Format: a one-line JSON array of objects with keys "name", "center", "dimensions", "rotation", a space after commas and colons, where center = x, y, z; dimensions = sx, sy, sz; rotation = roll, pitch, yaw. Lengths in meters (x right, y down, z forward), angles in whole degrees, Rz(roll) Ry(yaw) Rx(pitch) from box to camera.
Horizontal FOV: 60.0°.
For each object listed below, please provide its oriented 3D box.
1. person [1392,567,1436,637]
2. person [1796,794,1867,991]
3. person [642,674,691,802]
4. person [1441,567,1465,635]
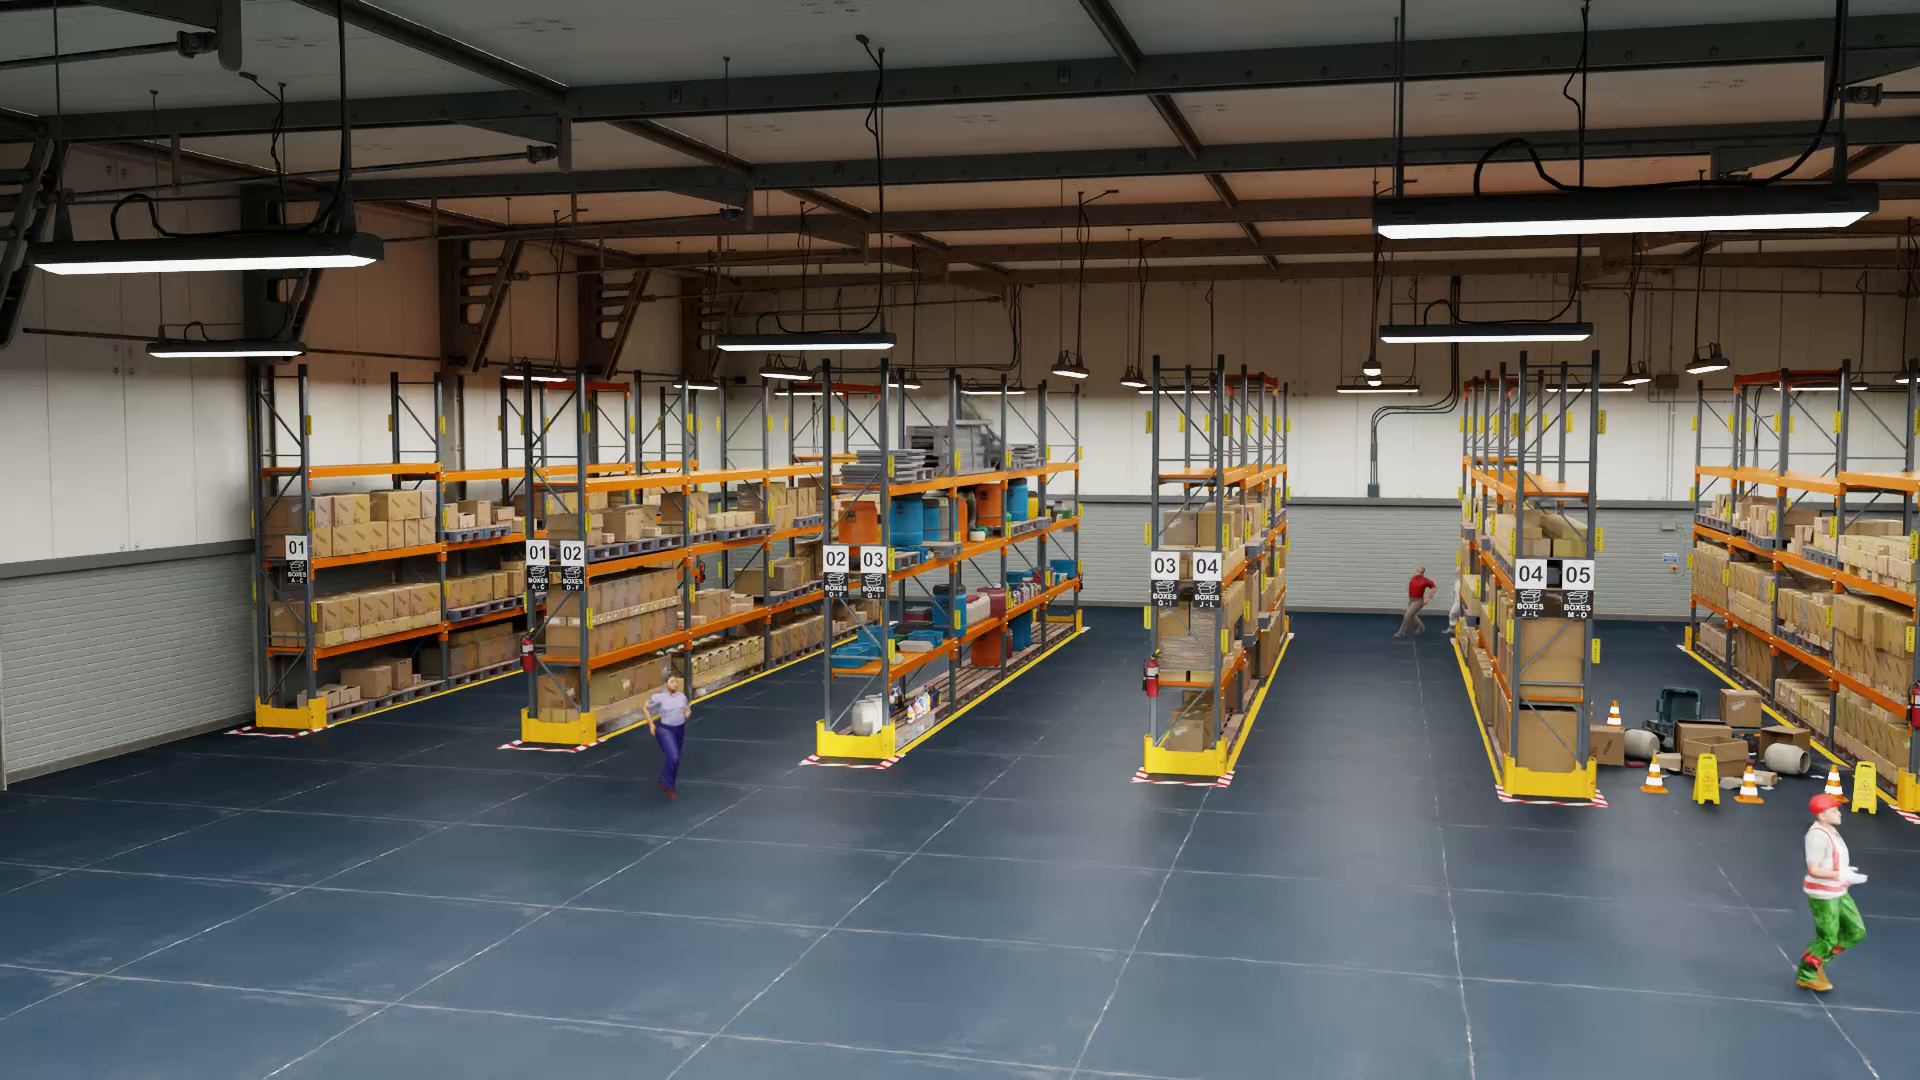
[{"name": "person", "center": [10.707, 1.467, 39.175], "dimensions": [0.868, 1.687, 0.673], "rotation": [-1, 4, -14]}, {"name": "person", "center": [7.680, 3.106, 14.586], "dimensions": [0.591, 1.746, 0.641], "rotation": [4, 6, 45]}, {"name": "person", "center": [-3.889, 2.647, 22.371], "dimensions": [0.713, 1.708, 0.580], "rotation": [4, 5, 42]}, {"name": "person", "center": [11.943, 1.425, 39.430], "dimensions": [0.936, 1.709, 0.708], "rotation": [1, 4, 12]}]
